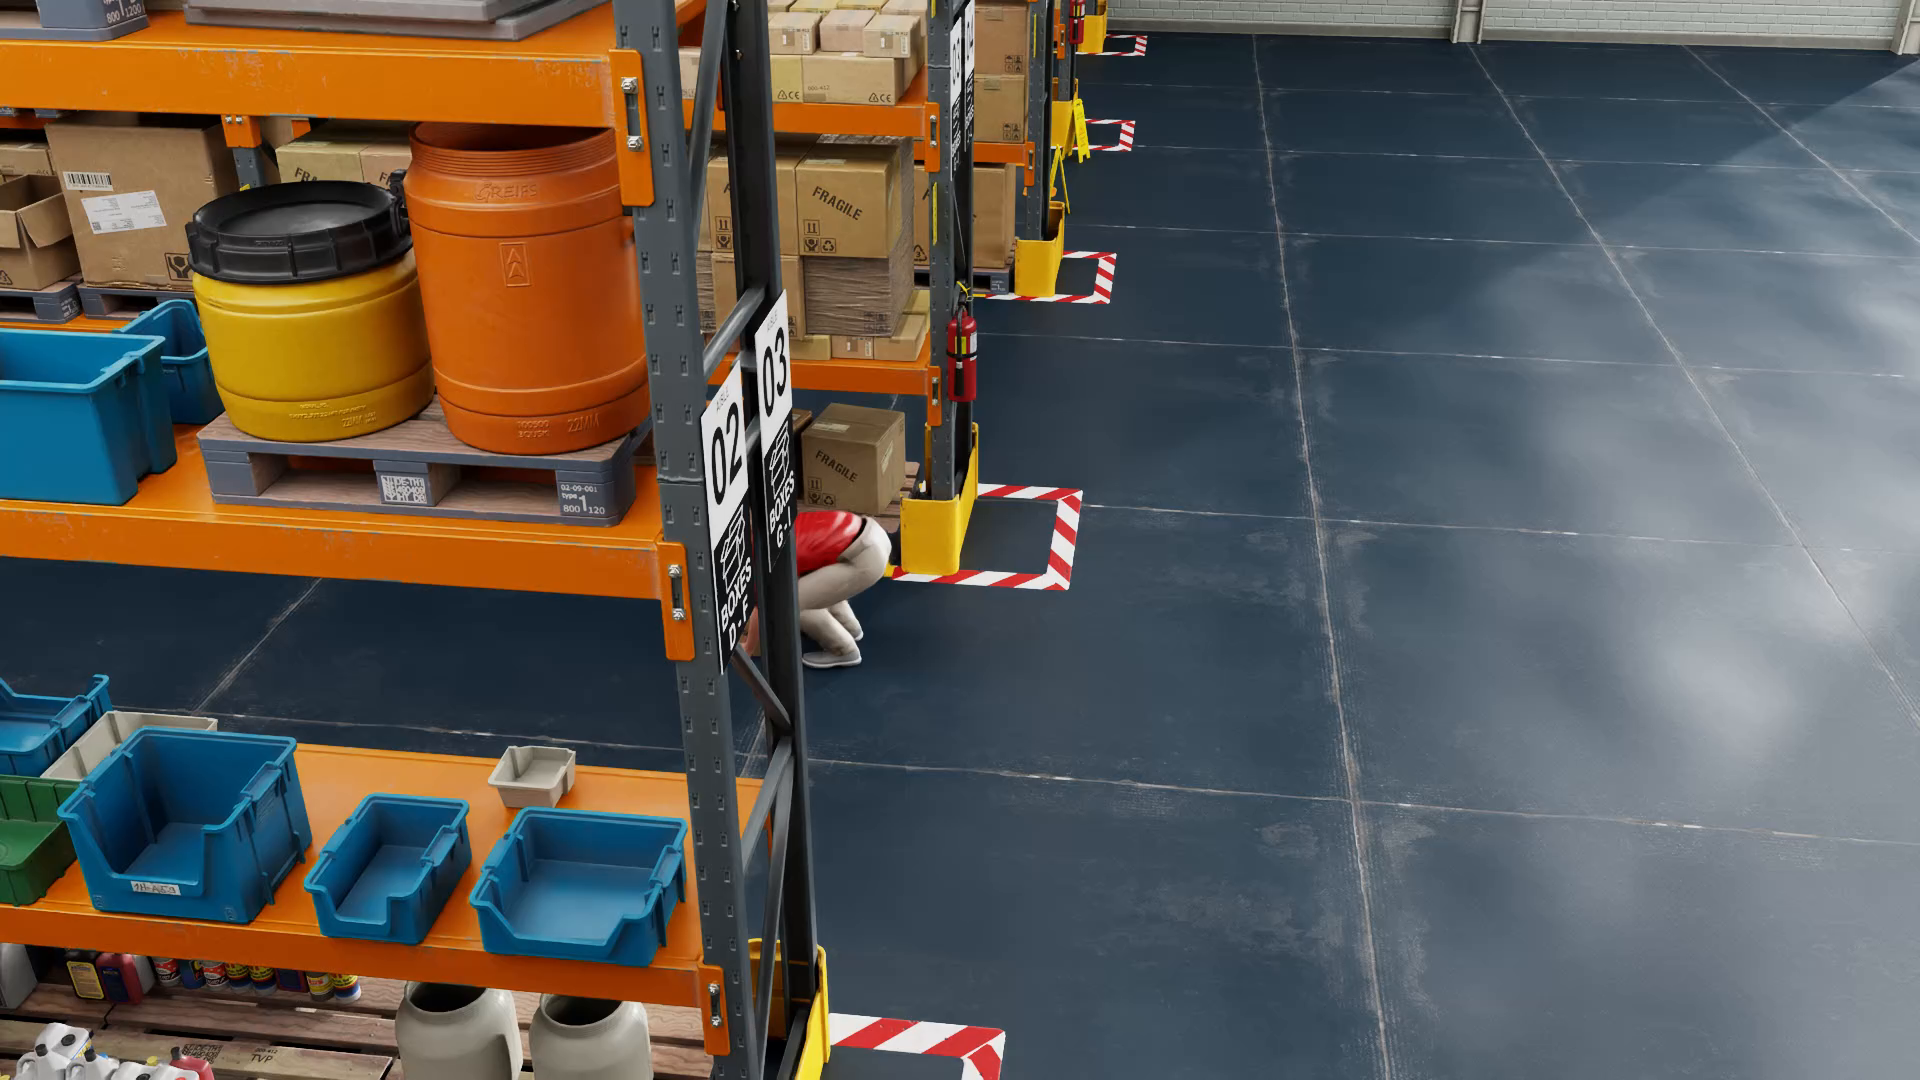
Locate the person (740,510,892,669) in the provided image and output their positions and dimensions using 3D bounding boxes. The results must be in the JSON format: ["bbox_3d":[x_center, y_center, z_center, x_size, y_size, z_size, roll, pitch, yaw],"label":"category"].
[{"bbox_3d":[-0.858,0.256,9.134,0.957,0.847,0.534,2,28,4],"label":"person"}]
